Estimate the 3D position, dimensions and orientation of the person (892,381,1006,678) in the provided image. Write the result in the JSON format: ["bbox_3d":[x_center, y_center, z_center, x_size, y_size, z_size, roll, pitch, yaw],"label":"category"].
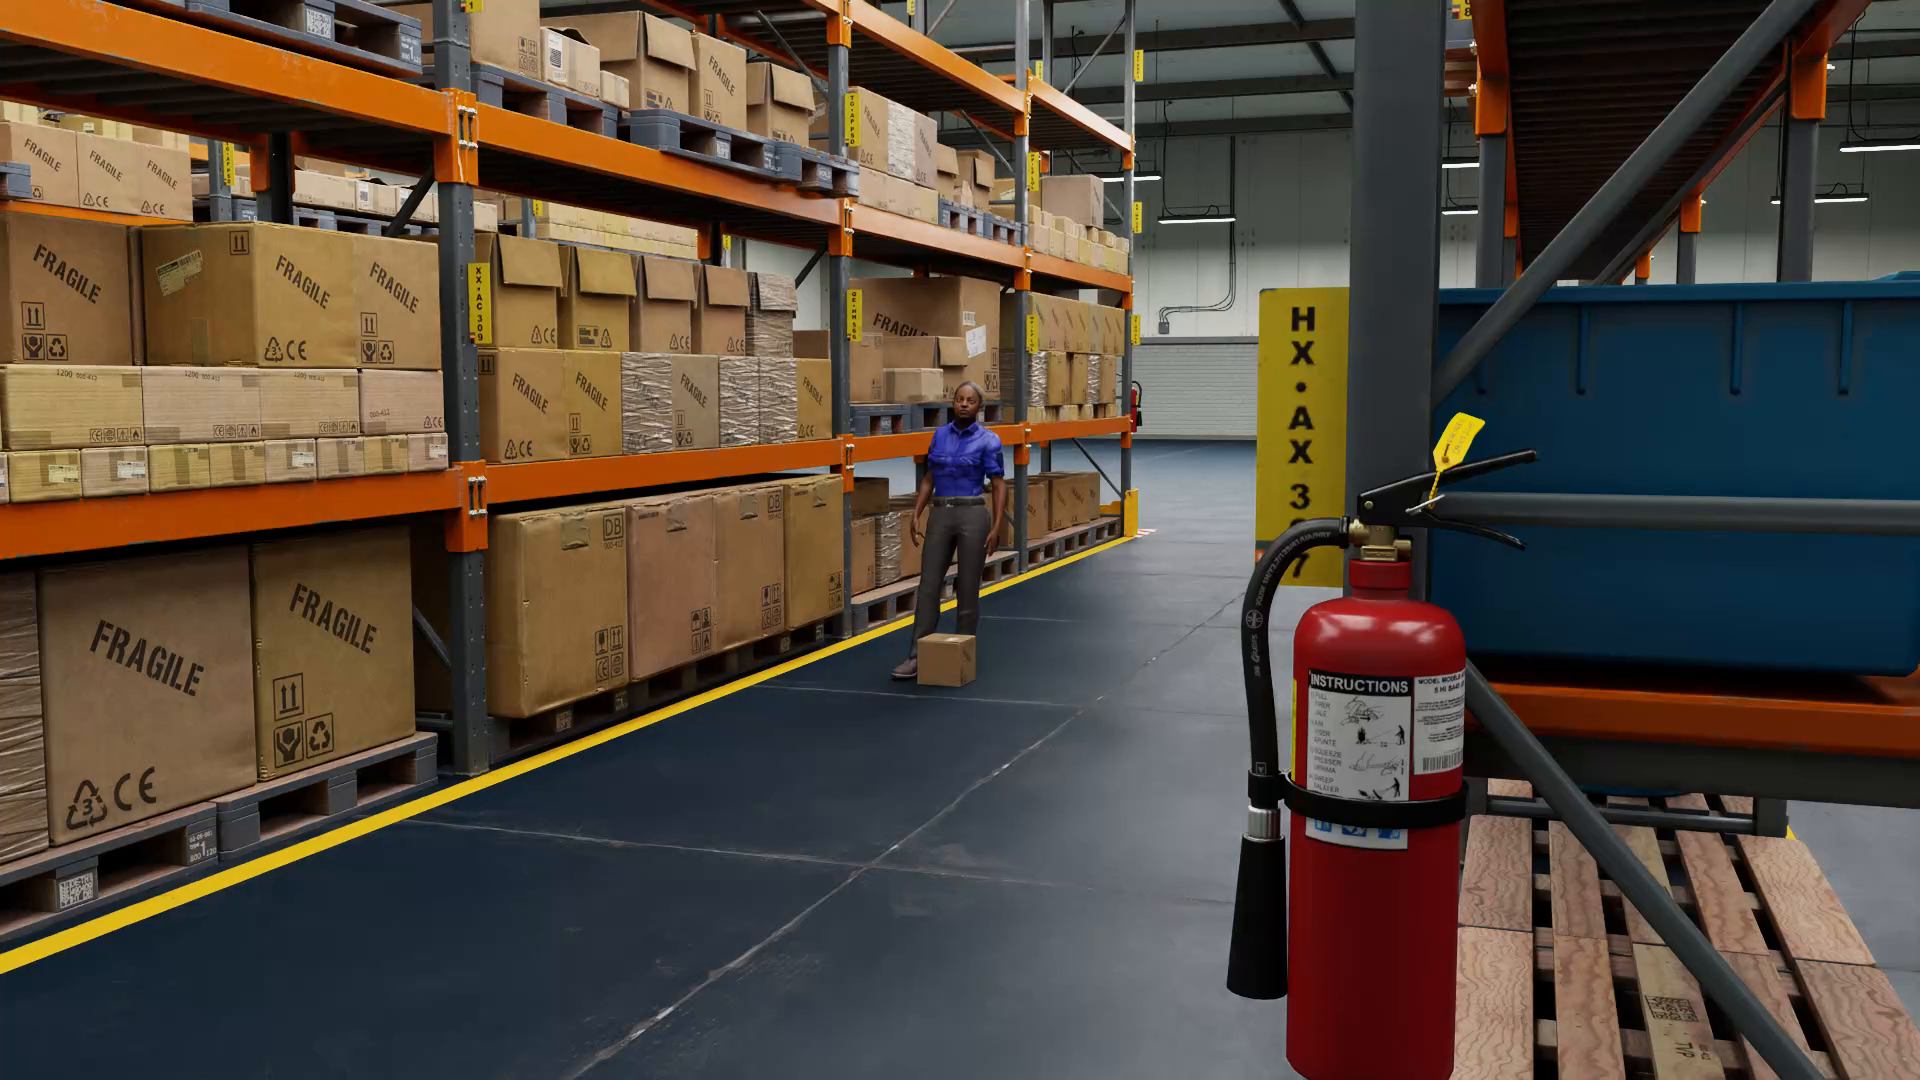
[{"bbox_3d":[-0.050,-0.060,9.325,0.568,1.655,0.503,2,6,21],"label":"person"}]
